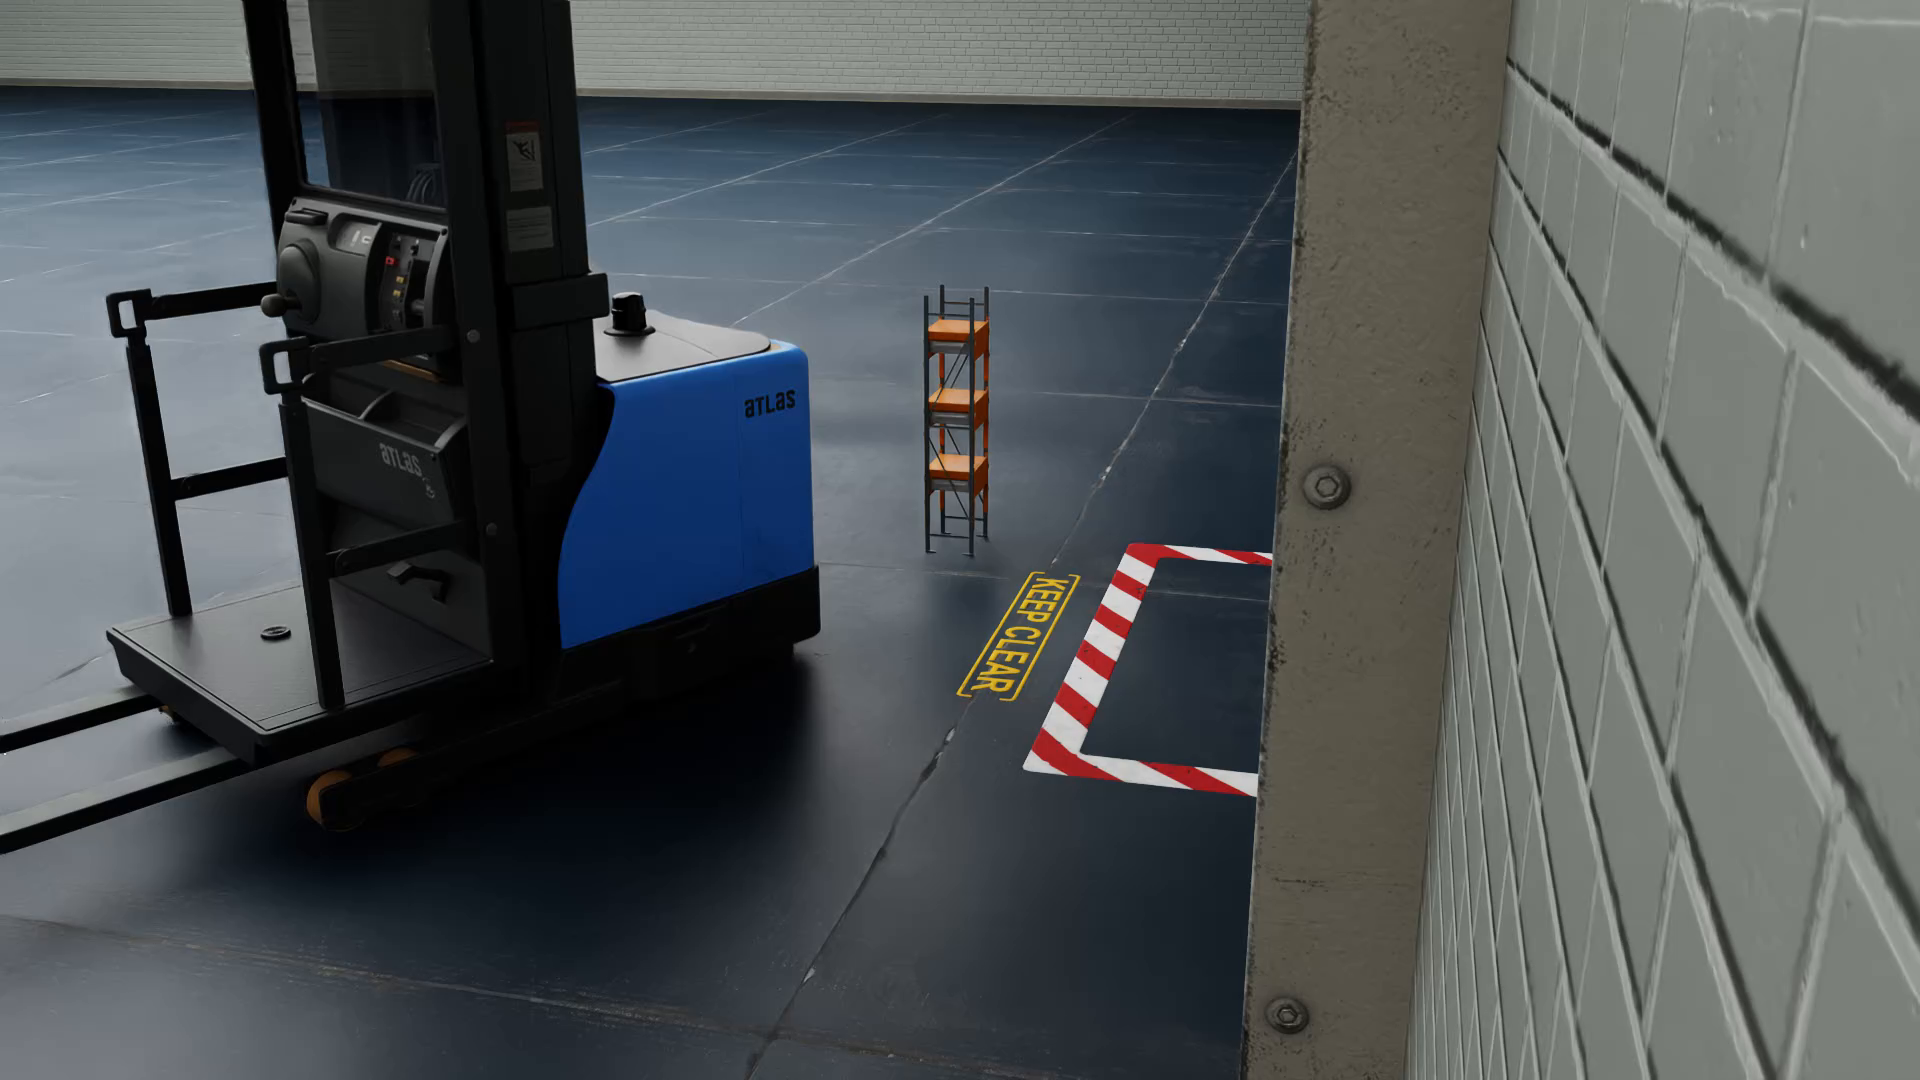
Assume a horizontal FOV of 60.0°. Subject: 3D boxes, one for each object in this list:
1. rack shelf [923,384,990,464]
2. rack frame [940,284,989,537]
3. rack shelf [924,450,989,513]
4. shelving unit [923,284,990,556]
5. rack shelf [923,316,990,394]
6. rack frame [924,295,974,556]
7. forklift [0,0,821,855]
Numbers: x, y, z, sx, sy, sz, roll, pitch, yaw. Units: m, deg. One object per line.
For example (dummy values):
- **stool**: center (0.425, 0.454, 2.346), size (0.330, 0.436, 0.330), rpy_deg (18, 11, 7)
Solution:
- **rack shelf**: center (-0.013, -0.470, 6.696), size (0.215, 0.259, 0.240), rpy_deg (5, 19, 13)
- **rack frame**: center (0.017, -0.518, 6.805), size (0.200, 1.050, 0.008), rpy_deg (5, 19, 13)
- **rack shelf**: center (-0.013, -0.207, 6.786), size (0.215, 0.259, 0.240), rpy_deg (5, 19, 13)
- **shelving unit**: center (-0.013, -0.480, 6.693), size (0.215, 1.050, 0.252), rpy_deg (5, 19, 13)
- **rack shelf**: center (-0.013, -0.739, 6.605), size (0.215, 0.259, 0.240), rpy_deg (5, 19, 13)
- **rack frame**: center (-0.043, -0.442, 6.581), size (0.200, 1.050, 0.008), rpy_deg (5, 19, 13)
- **forklift**: center (-1.868, -0.772, 4.637), size (1.130, 2.935, 3.031), rpy_deg (17, 25, 41)
